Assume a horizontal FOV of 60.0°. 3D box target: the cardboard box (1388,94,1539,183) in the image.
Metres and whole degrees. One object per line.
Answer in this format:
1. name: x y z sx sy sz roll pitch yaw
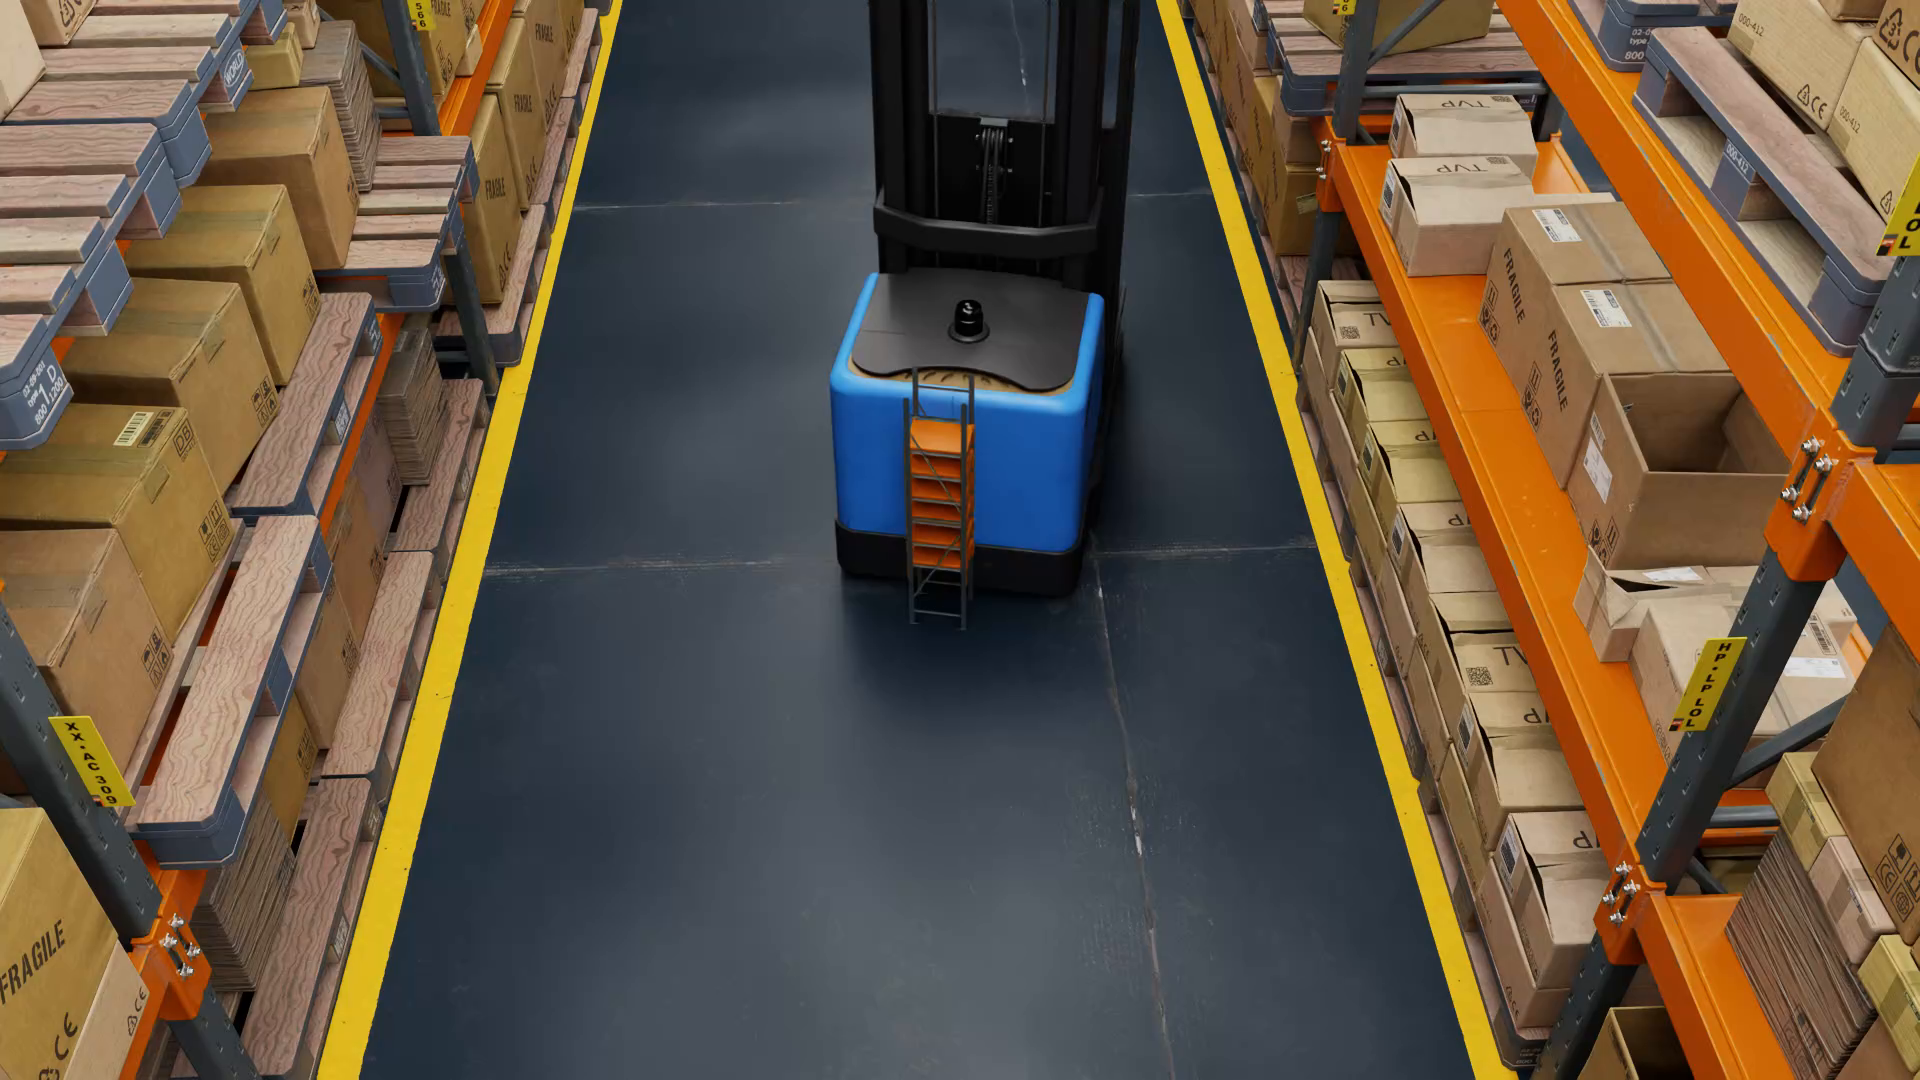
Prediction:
1. cardboard box: 2.142 -1.695 7.095 0.500 0.311 0.500 1 43 1

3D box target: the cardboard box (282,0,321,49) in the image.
1. cardboard box: -2.734 -2.036 6.522 0.380 0.149 0.250 -7 43 -7

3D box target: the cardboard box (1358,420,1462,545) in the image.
1. cardboard box: 1.949 -0.262 6.775 0.500 0.311 0.500 -3 43 -3

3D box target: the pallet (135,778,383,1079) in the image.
1. pallet: -2.643 1.373 5.746 1.003 0.211 1.213 -2 43 -2

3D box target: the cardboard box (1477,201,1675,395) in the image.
1. cardboard box: 2.258 -0.879 6.065 0.500 0.500 0.500 -4 43 -4

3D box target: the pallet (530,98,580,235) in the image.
1. pallet: -2.786 -2.158 9.598 1.003 0.211 1.213 -2 43 -2

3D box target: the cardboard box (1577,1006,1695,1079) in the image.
1. cardboard box: 2.047 1.630 4.571 0.500 0.500 0.500 -2 43 -2

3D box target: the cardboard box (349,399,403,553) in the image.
1. cardboard box: -2.790 -0.235 6.961 0.700 0.500 0.500 -2 43 -2

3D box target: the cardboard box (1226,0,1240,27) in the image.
1. cardboard box: 1.820 -3.184 9.622 0.500 0.250 0.500 -2 43 -2

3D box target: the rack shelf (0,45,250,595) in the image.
1. rack shelf: -2.694 -1.321 4.933 1.077 0.370 4.000 -2 43 -2

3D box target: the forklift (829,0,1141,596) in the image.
1. forklift: 0.217 -1.847 7.246 1.130 2.935 3.031 6 43 7

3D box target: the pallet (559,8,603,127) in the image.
1. pallet: -2.841 -2.984 10.499 1.003 0.211 1.213 -2 43 -2

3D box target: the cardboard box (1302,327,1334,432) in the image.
1. cardboard box: 1.899 -0.754 7.727 0.500 0.250 0.500 -2 43 -2

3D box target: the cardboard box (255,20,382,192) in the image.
1. cardboard box: -2.749 -1.712 6.648 0.700 0.500 0.500 -6 43 -7

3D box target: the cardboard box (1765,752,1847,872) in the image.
1. cardboard box: 2.158 0.637 3.931 0.380 0.149 0.250 -2 43 -2

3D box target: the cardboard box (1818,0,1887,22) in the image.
1. cardboard box: 2.306 -1.557 3.904 0.500 0.500 0.500 2 43 2

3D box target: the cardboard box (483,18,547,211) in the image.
1. cardboard box: -2.710 -2.284 8.952 0.750 0.750 0.750 -2 43 -2

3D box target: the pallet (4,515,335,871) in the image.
1. pallet: -2.496 0.421 4.863 1.003 0.211 1.213 -2 43 -2

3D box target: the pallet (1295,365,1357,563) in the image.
1. pallet: 2.166 -0.390 7.669 1.003 0.211 1.213 -2 43 -2

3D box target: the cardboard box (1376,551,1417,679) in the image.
1. cardboard box: 1.971 0.282 6.596 0.500 0.250 0.500 -1 43 -1

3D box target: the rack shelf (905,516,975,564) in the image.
1. rack shelf: -0.079 -0.015 6.772 0.258 0.103 0.180 6 43 7

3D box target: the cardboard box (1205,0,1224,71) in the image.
1. cardboard box: 1.811 -3.223 10.220 0.500 0.500 0.500 -1 43 -1

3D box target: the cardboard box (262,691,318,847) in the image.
1. cardboard box: -2.729 0.786 5.847 0.700 0.500 0.500 -2 43 -3

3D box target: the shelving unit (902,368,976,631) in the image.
1. shelving unit: -0.079 -0.136 6.661 0.258 1.200 0.189 6 43 7

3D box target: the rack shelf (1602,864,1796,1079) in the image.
1. rack shelf: 2.425 2.341 3.158 1.077 0.370 4.000 -2 43 -2

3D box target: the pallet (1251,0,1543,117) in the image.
1. pallet: 2.071 -2.360 7.896 1.213 0.211 1.003 -2 43 -2

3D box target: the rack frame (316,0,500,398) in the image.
1. rack frame: -2.779 -1.830 7.176 1.000 3.000 0.127 -2 43 -2

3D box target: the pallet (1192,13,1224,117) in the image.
1. pallet: 2.073 -3.099 10.625 1.003 0.211 1.213 -2 43 -2

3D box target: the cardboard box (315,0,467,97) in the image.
1. cardboard box: -2.544 -2.319 7.401 0.500 0.500 0.500 0 43 -1

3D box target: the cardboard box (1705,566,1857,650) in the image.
1. cardboard box: 2.507 0.214 5.132 0.380 0.149 0.250 -2 43 -2

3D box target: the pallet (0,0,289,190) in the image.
1. pallet: -2.576 -1.286 4.502 1.213 0.211 1.003 -2 43 -2

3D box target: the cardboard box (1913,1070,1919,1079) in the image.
1. cardboard box: 2.194 1.157 3.363 0.380 0.149 0.250 -2 43 -2

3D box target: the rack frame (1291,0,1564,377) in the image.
1. rack frame: 2.170 -1.975 7.334 1.000 3.000 0.127 -2 43 -2

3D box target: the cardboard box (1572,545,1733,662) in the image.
1. cardboard box: 2.119 0.187 5.075 0.396 0.266 0.258 -3 43 -3

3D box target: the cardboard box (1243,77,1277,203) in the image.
1. cardboard box: 1.874 -2.190 9.093 0.500 0.500 0.500 -3 43 -3

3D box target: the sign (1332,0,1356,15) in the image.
1. sign: 1.629 -2.351 6.946 0.100 0.325 0.005 -2 43 -2

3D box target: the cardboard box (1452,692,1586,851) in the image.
1. cardboard box: 2.008 0.761 5.658 0.500 0.311 0.500 -1 43 -1

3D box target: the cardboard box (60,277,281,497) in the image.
1. cardboard box: -2.672 -0.494 5.320 0.700 0.500 0.500 4 43 4

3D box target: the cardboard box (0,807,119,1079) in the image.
1. cardboard box: -2.280 0.952 3.682 0.500 0.500 0.500 -2 43 -2

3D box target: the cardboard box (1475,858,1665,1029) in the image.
1. cardboard box: 2.033 1.313 5.472 0.500 0.250 0.500 -2 43 -2

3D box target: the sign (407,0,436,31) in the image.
1. sign: -2.237 -2.250 6.836 0.100 0.325 0.005 -2 43 -2

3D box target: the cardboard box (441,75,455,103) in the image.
1. cardboard box: -2.563 -2.144 7.690 0.380 0.149 0.250 -1 43 -1

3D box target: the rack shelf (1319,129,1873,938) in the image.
1. rack shelf: 2.255 -0.359 6.104 1.077 0.370 4.000 -2 43 -2

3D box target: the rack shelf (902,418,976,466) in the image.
1. rack shelf: -0.079 -0.369 6.447 0.258 0.103 0.180 6 43 7
